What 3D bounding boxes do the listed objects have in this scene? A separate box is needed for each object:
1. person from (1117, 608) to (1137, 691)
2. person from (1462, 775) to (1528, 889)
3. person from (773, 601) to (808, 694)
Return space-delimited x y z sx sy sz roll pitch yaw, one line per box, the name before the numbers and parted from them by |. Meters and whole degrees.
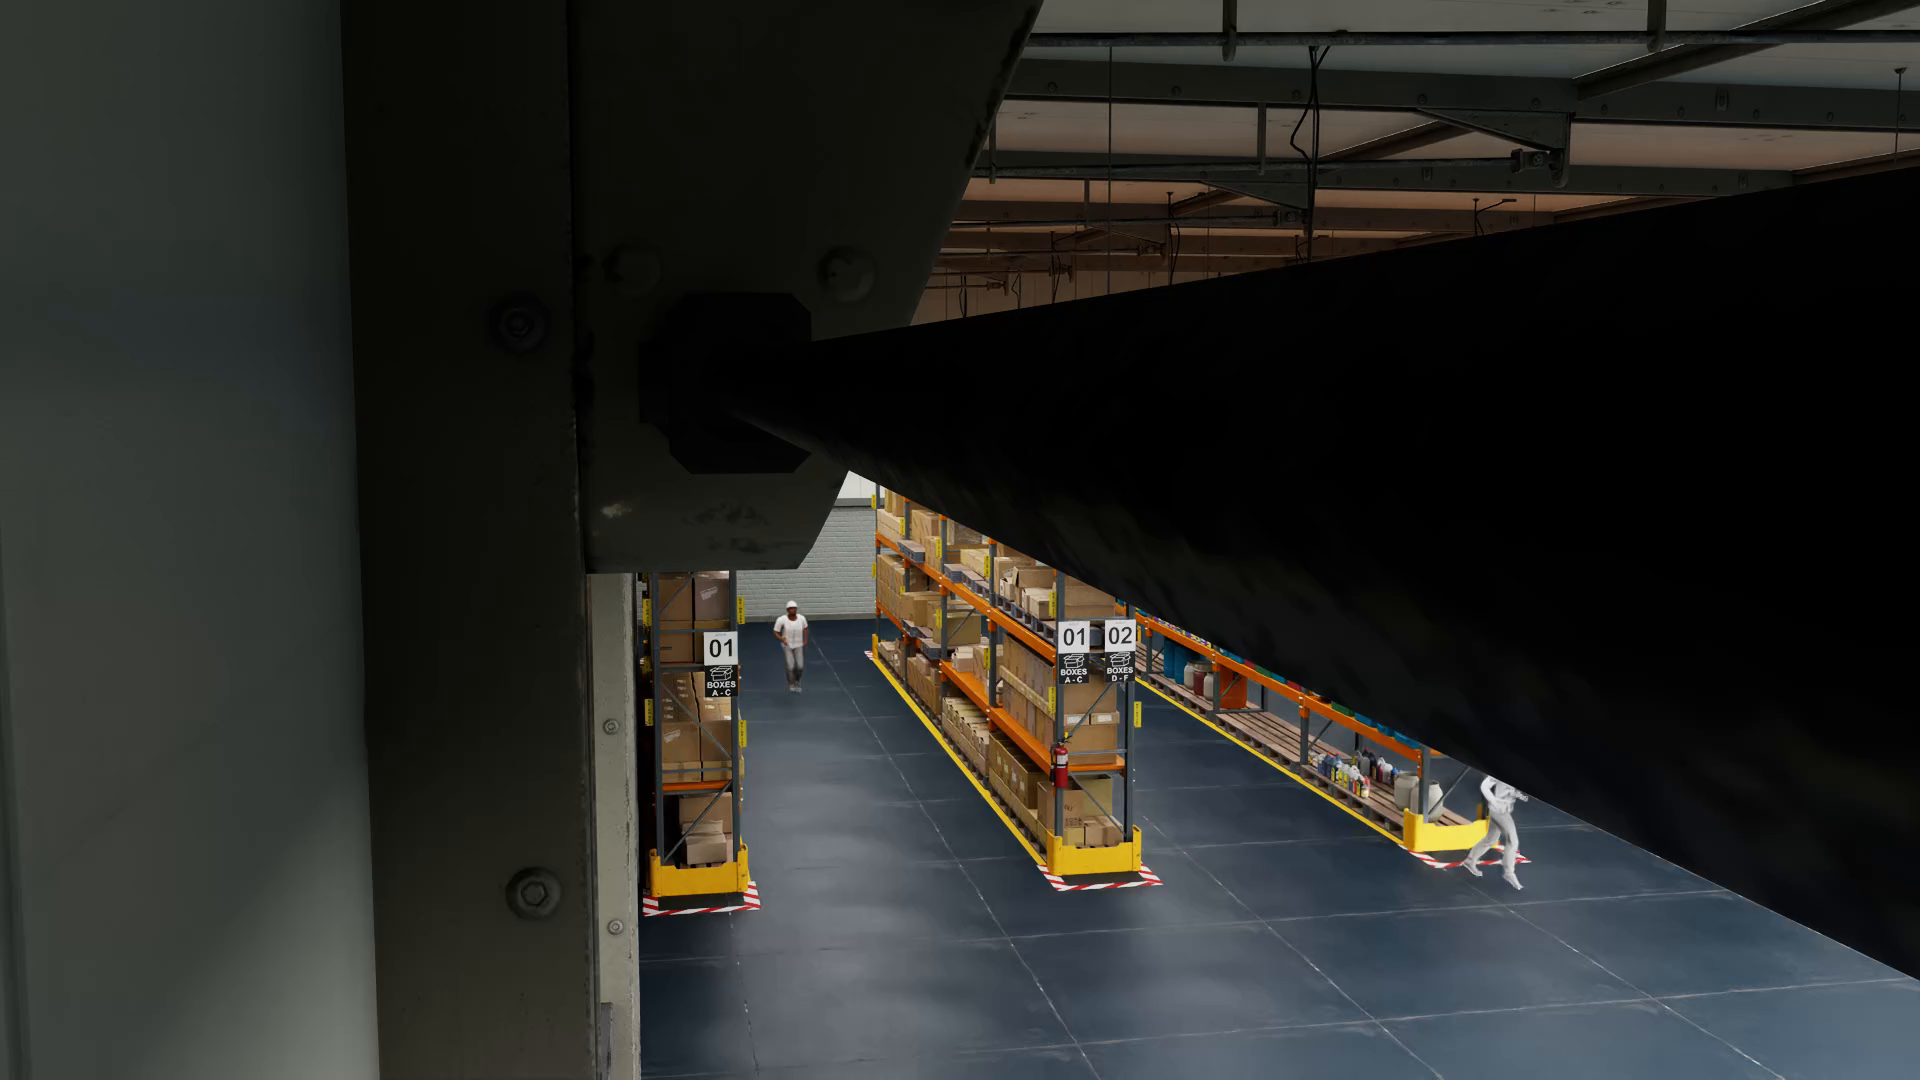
person | 3.103 2.054 31.439 0.536 1.561 0.503 -2 6 -15
person | 6.640 3.388 20.572 0.742 1.752 0.610 3 7 27
person | -3.128 2.021 31.041 0.696 1.774 0.583 -2 6 -16
